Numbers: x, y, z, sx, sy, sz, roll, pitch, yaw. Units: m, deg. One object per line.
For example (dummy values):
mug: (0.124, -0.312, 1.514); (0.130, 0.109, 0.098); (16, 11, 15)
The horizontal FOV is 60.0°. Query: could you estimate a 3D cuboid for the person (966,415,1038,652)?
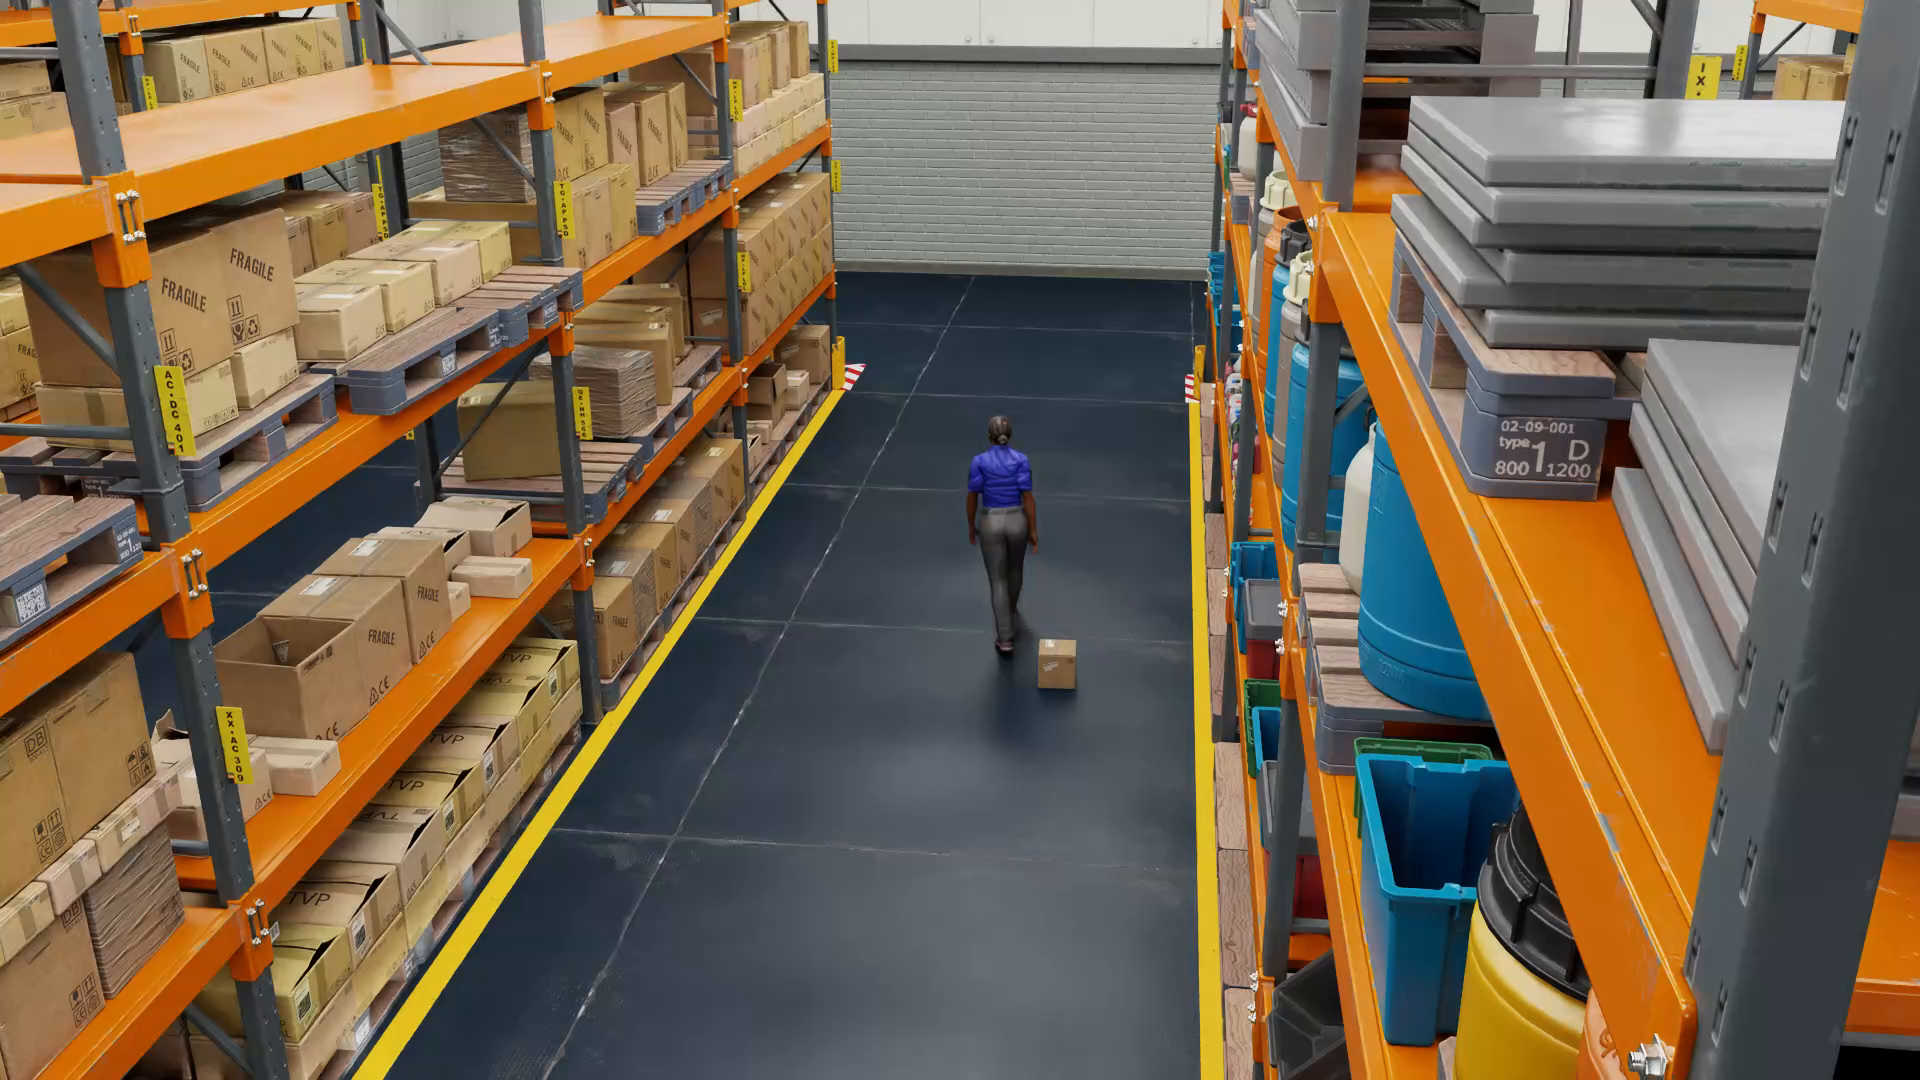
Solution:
person: (0.284, -0.087, 11.712); (0.476, 1.631, 0.846); (-3, 22, -8)
